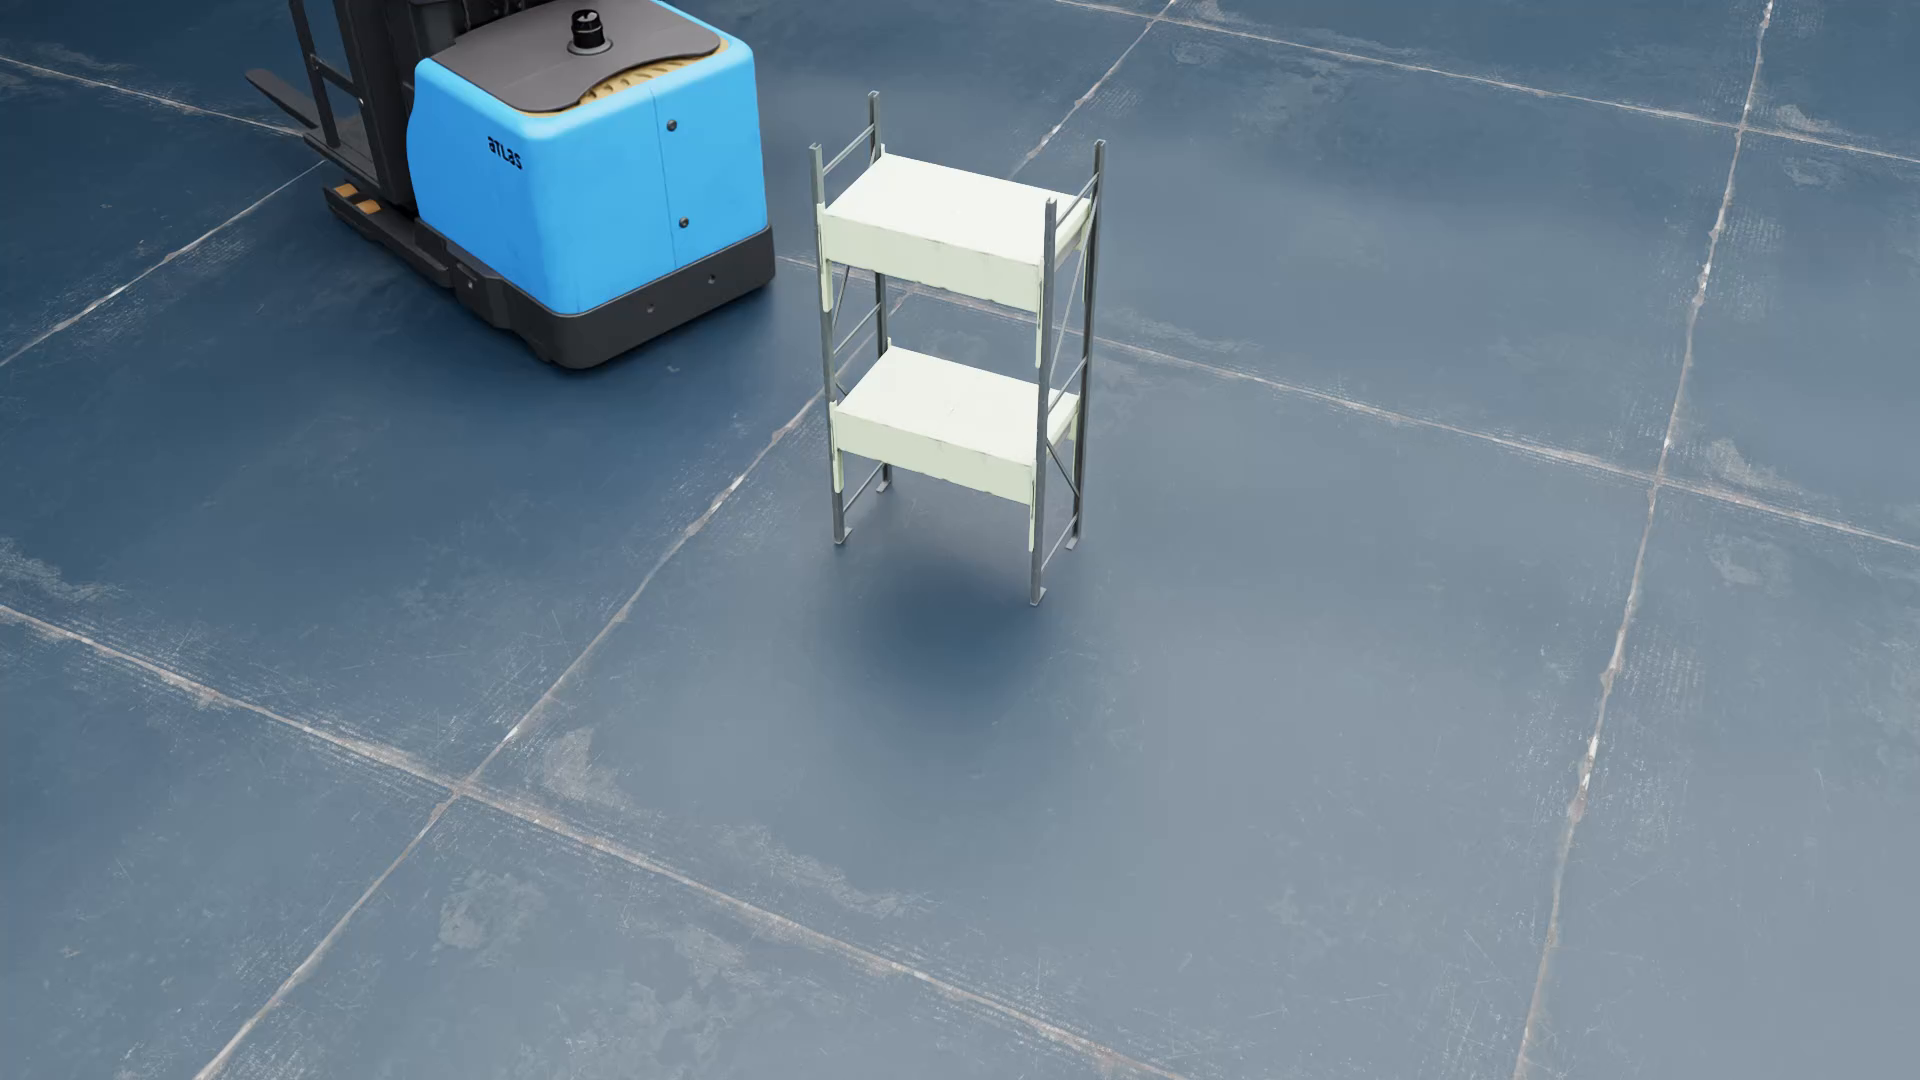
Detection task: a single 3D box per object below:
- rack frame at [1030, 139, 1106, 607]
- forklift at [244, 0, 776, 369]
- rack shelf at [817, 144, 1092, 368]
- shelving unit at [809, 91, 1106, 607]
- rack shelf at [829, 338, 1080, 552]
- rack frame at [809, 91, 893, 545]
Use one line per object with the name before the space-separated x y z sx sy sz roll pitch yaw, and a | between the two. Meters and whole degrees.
rack frame | 0.326 -0.467 5.144 0.023 1.500 0.400 17 44 19
forklift | -2.154 -2.633 6.550 1.130 2.935 3.031 -32 50 -32
rack shelf | -0.006 -0.863 5.005 0.720 0.370 0.431 17 44 19
shelving unit | -0.006 -0.569 5.261 0.755 1.500 0.431 17 44 19
rack shelf | -0.006 -0.322 5.474 0.720 0.370 0.431 17 44 19
rack frame | -0.338 -0.670 5.378 0.023 1.500 0.400 17 44 19
